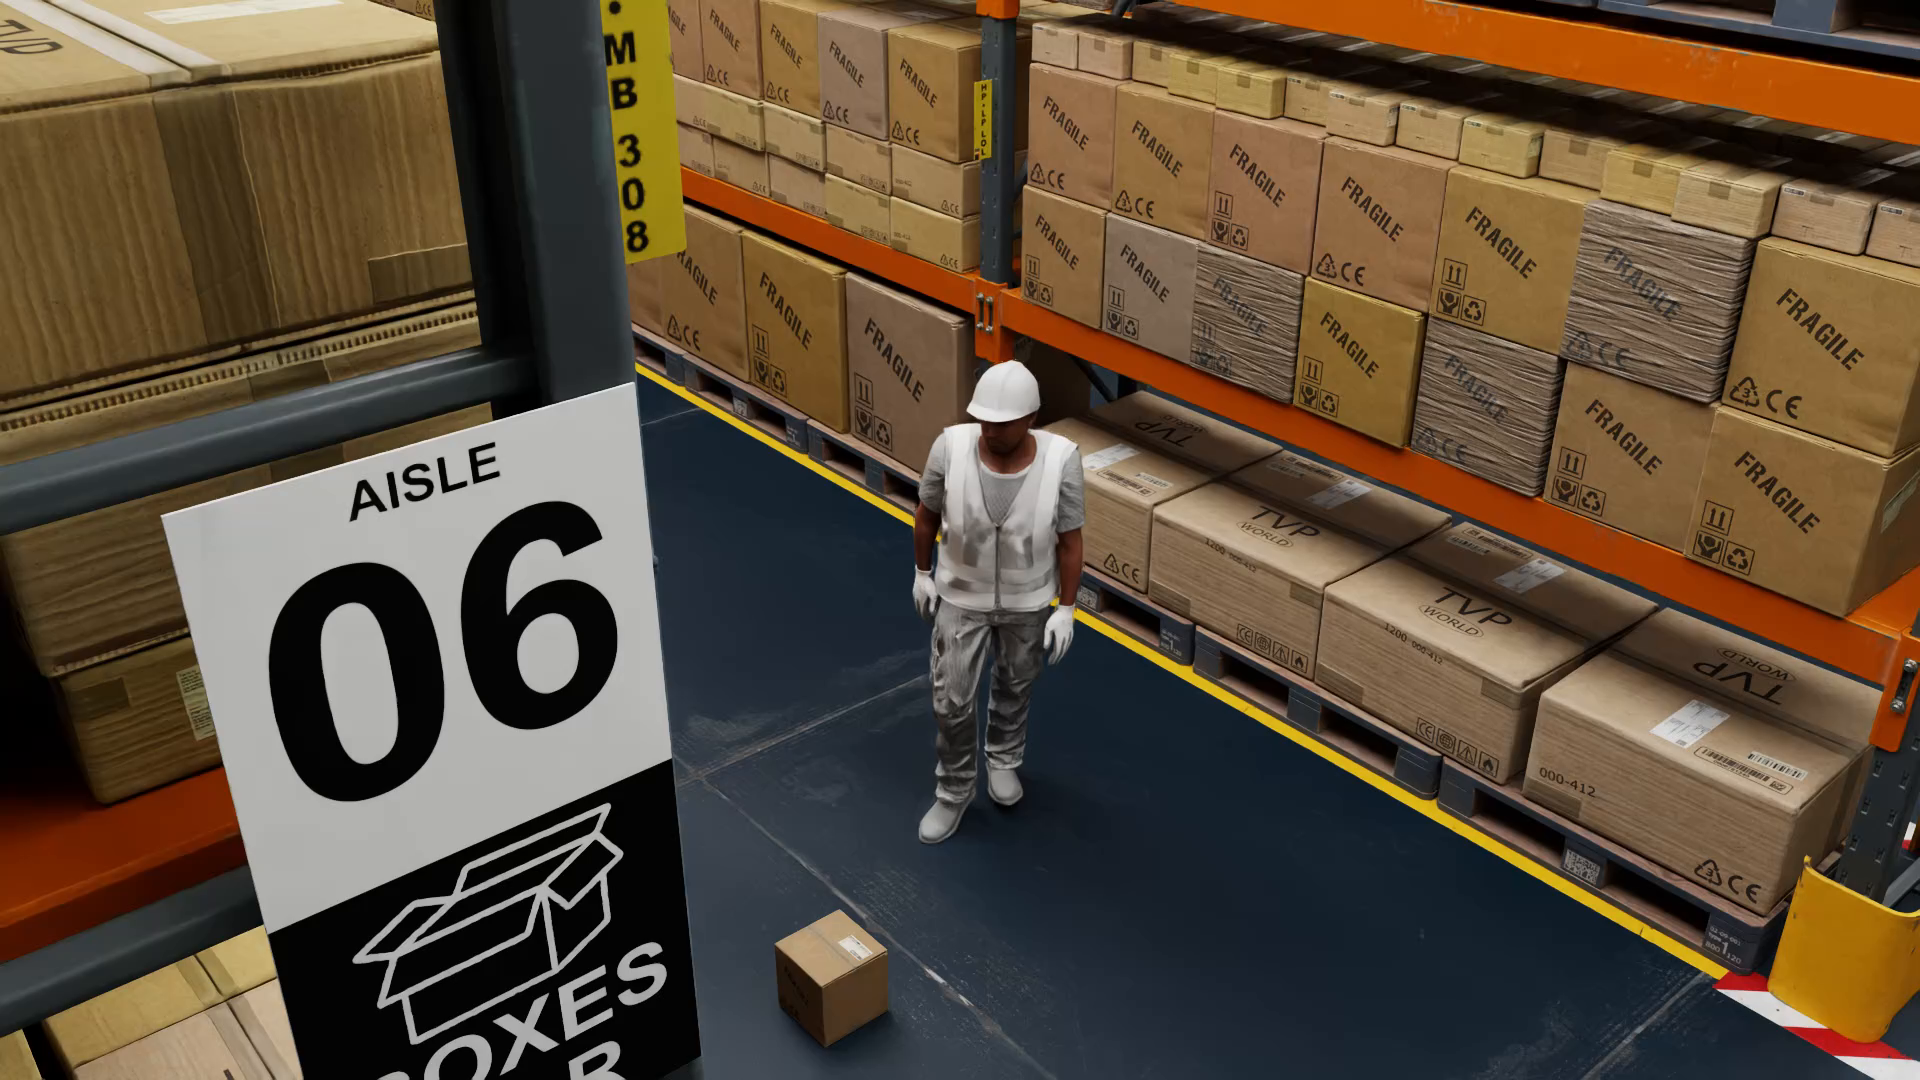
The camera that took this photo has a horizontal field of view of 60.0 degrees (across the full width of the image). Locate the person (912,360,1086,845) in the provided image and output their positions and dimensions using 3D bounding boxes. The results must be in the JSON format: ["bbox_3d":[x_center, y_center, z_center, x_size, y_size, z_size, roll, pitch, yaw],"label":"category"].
[{"bbox_3d":[0.126,0.200,5.713,0.582,1.803,0.496,-1,28,-1],"label":"person"}]
